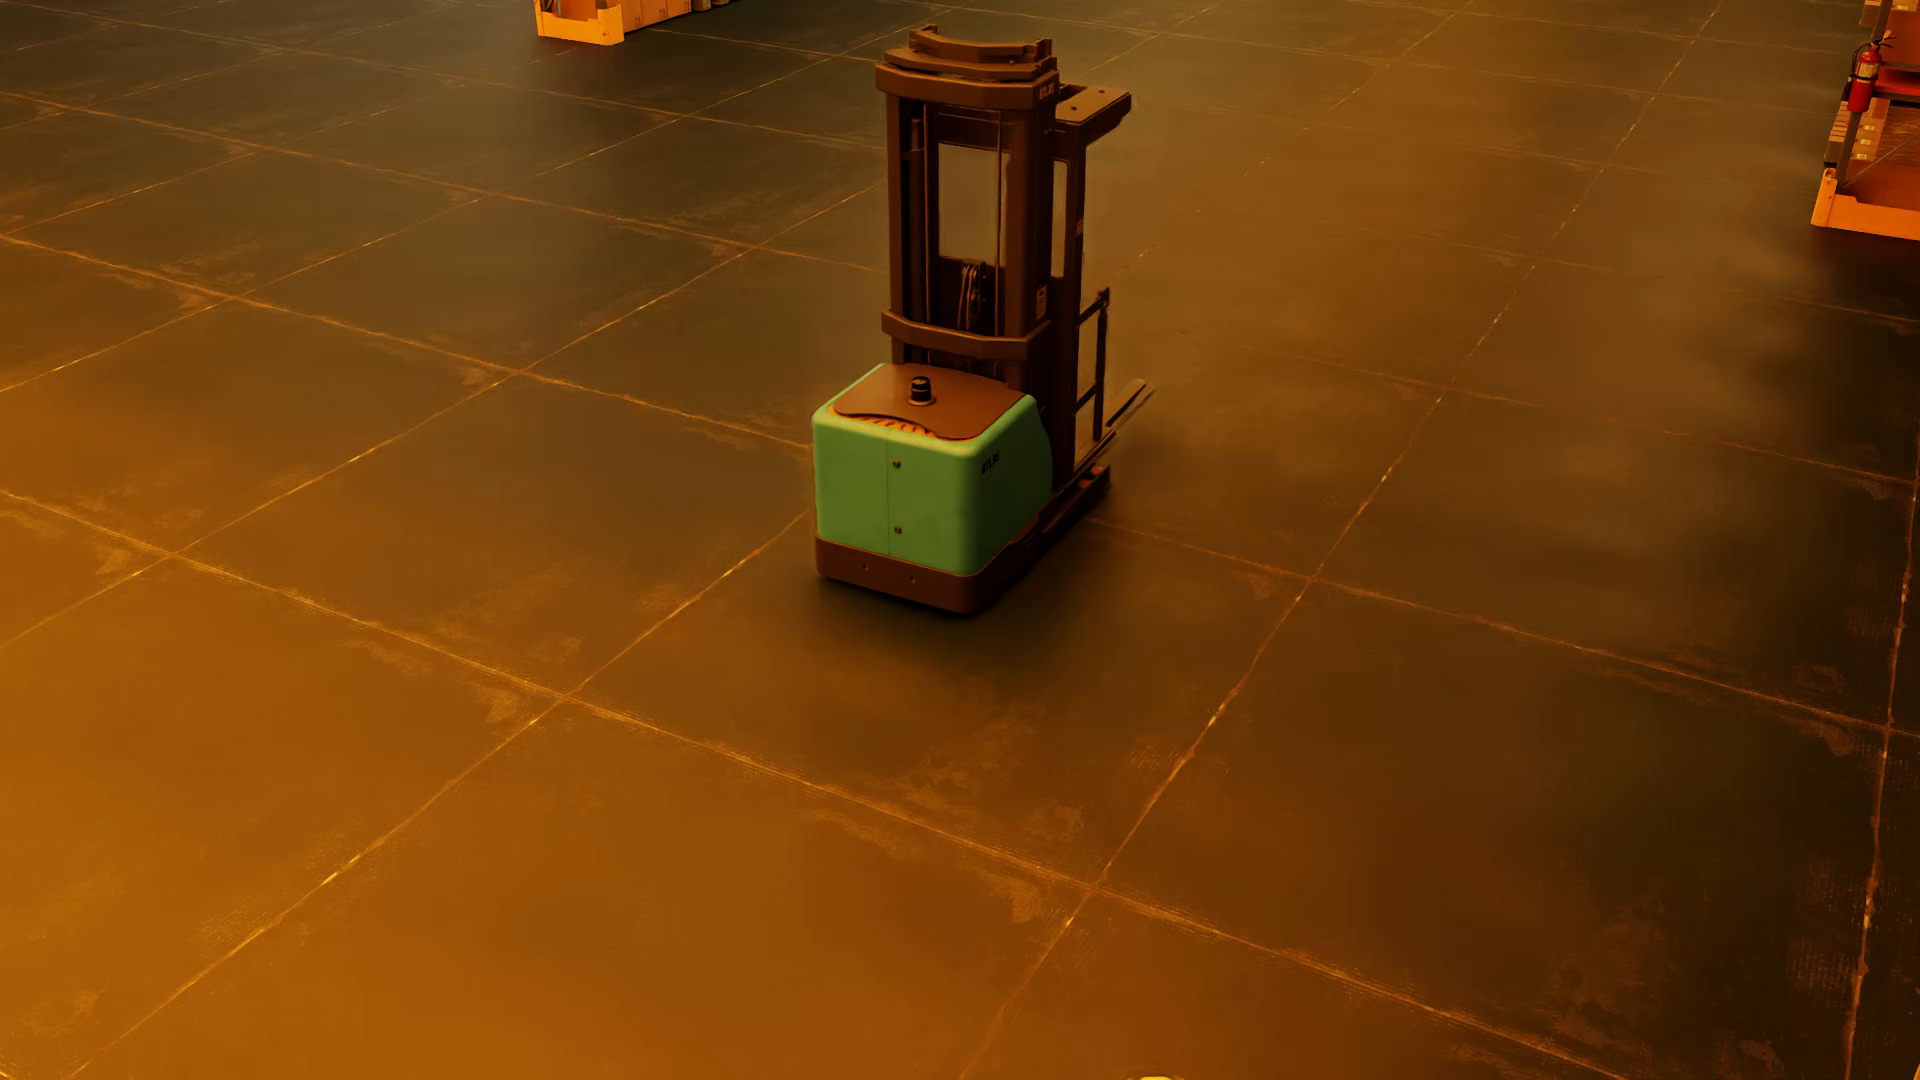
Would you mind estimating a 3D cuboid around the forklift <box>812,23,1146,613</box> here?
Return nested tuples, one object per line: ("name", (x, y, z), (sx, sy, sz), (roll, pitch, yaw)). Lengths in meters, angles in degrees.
("forklift", (0.294, -1.576, 9.802), (1.130, 2.935, 3.031), (14, 33, 23))
